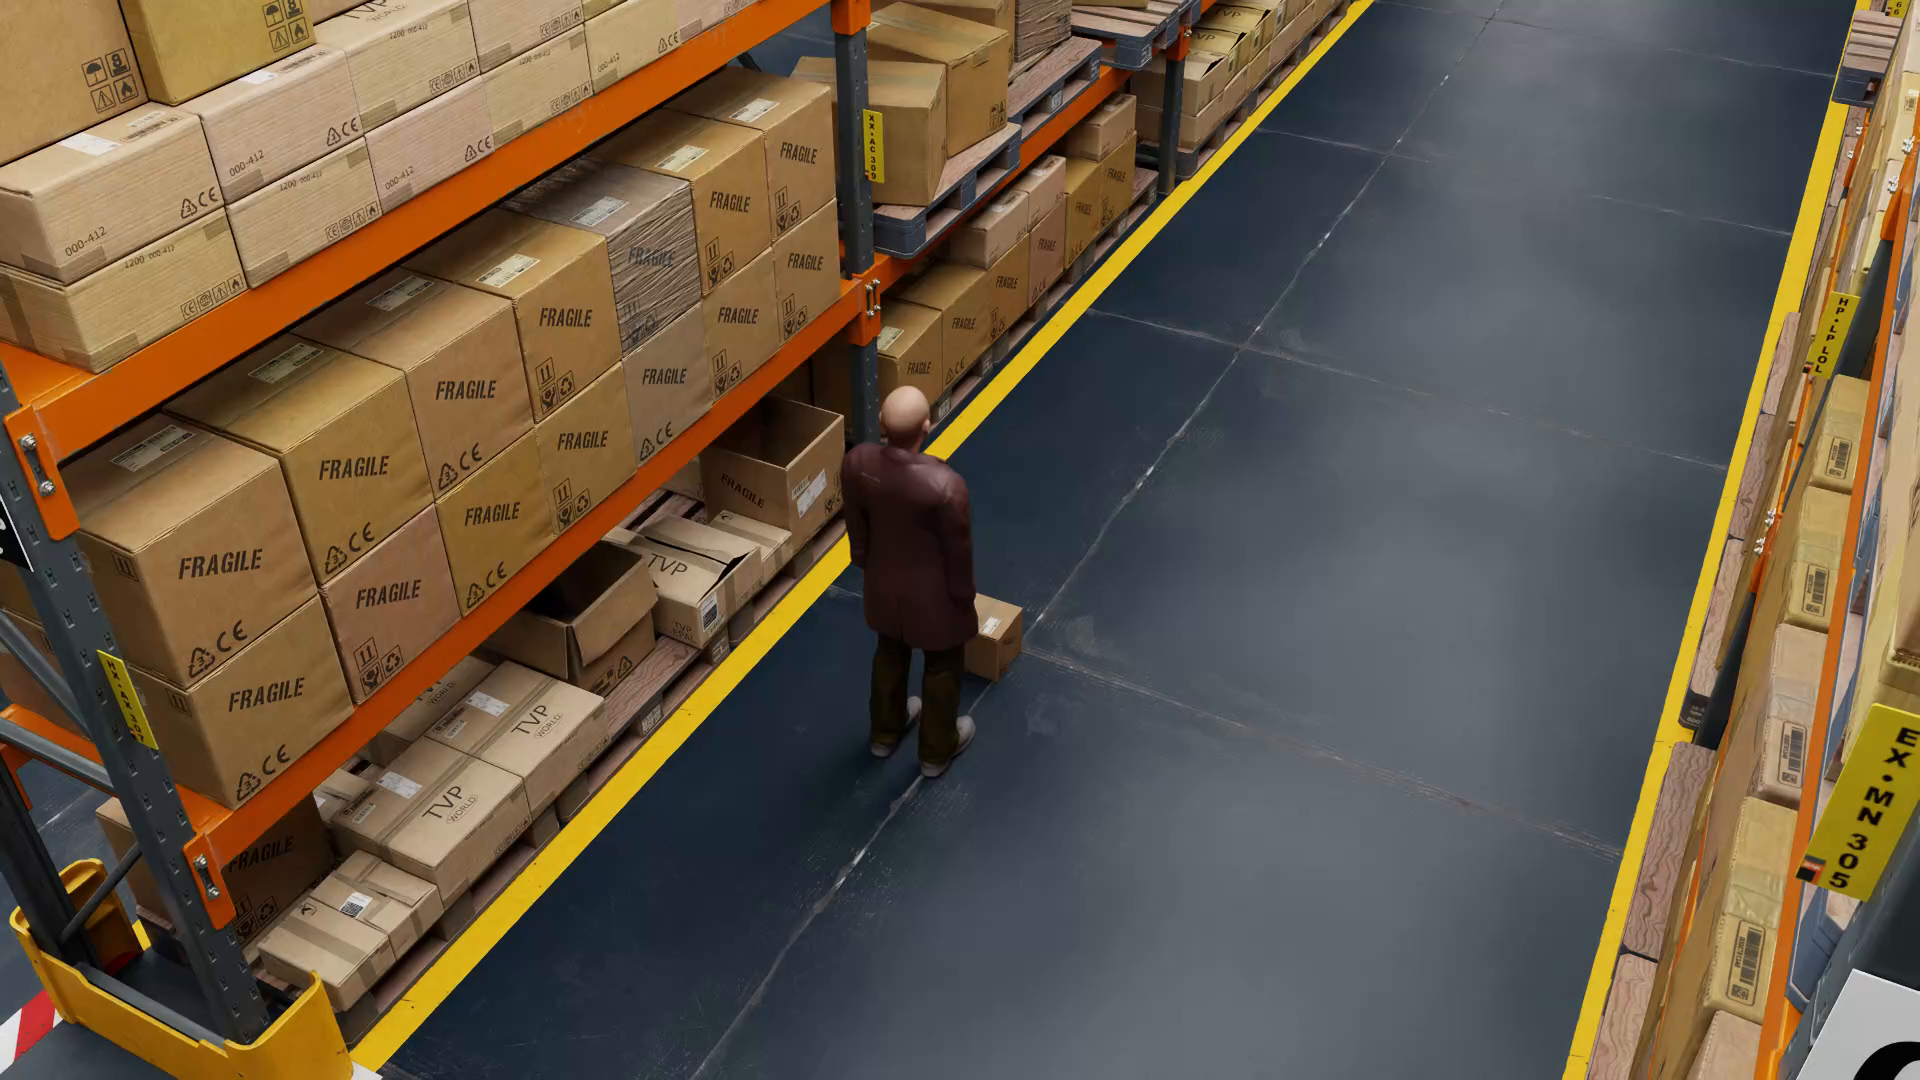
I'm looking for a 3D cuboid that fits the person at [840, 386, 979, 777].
[{"bbox_3d":[-0.182,0.149,6.572,0.562,1.774,0.378,18,41,22],"label":"person"}]
